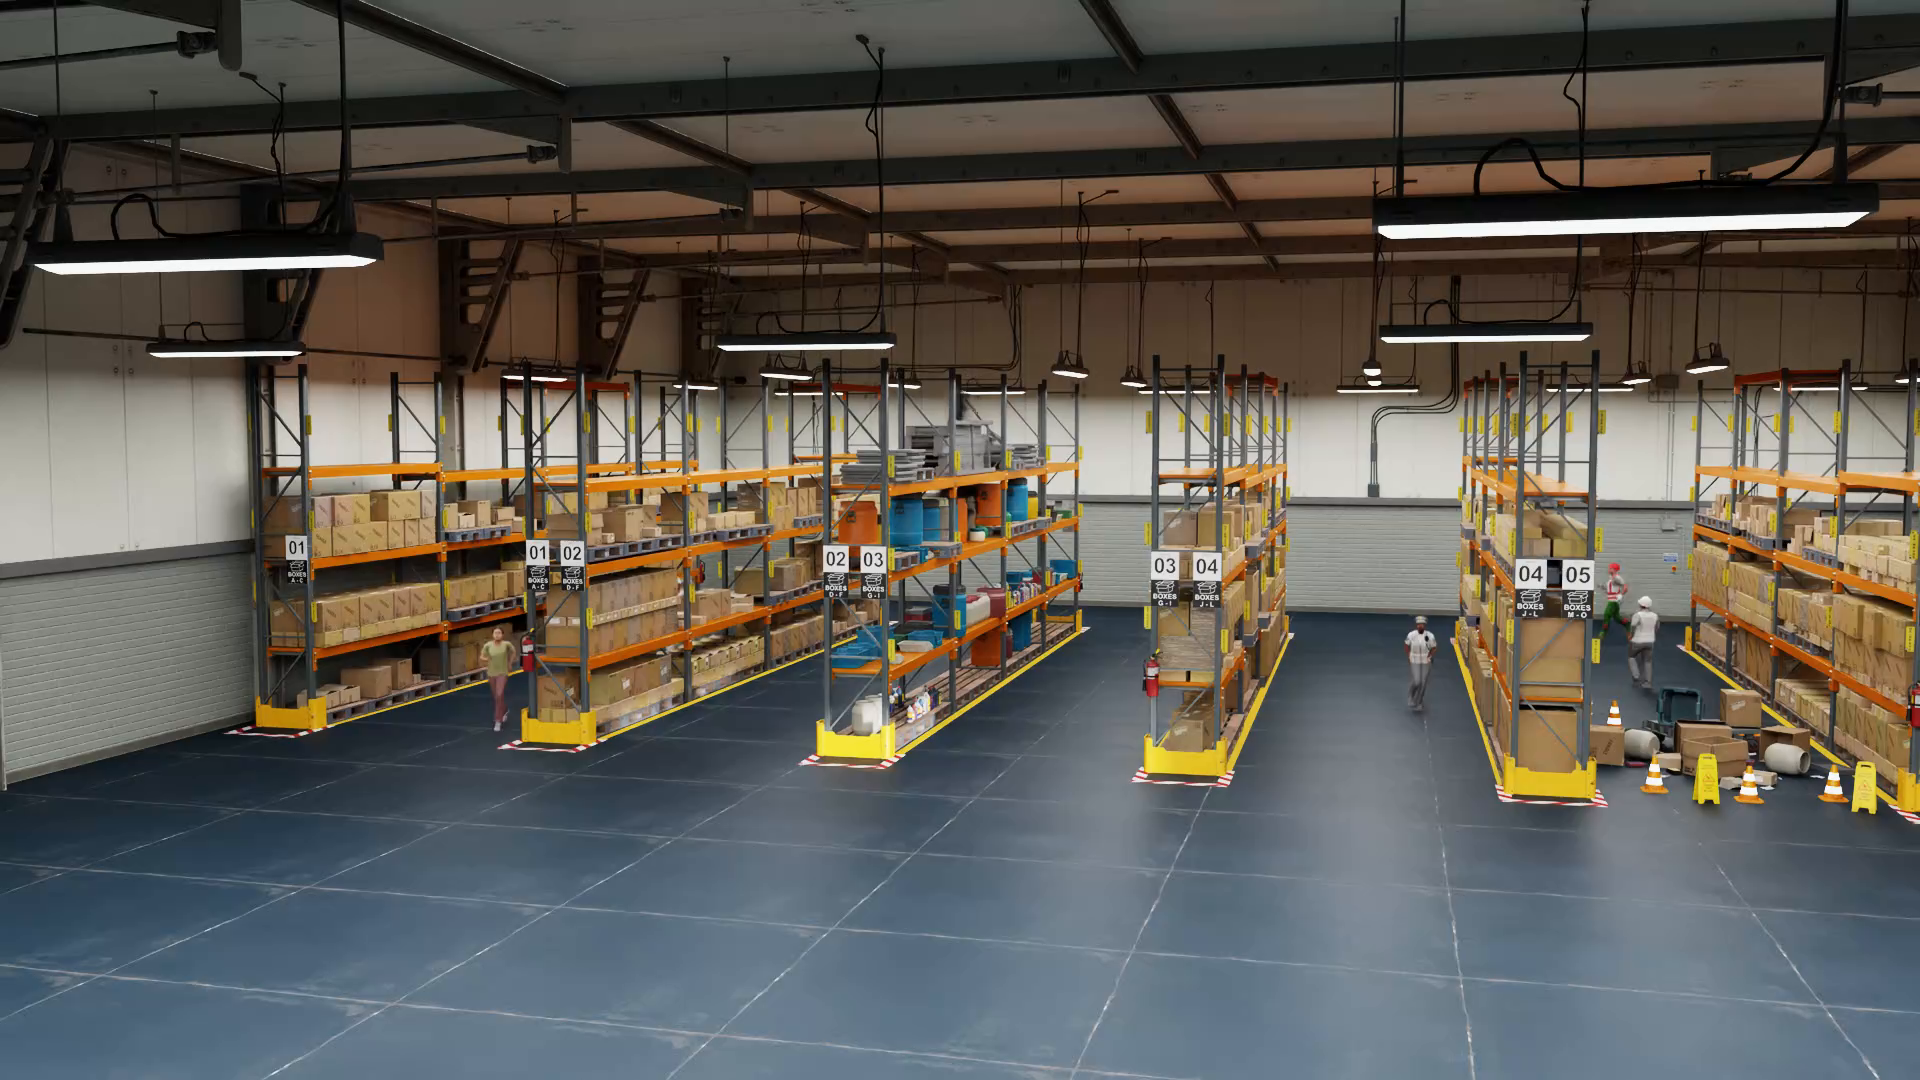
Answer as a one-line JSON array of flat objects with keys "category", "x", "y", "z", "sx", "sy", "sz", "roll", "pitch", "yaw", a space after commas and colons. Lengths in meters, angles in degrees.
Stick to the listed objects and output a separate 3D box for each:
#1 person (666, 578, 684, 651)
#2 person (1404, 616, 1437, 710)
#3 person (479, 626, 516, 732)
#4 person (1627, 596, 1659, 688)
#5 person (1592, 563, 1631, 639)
[{"category": "person", "x": -5.936, "y": 1.687, "z": 34.861, "sx": 0.652, "sy": 1.805, "sz": 0.983, "roll": 1, "pitch": 4, "yaw": 16}, {"category": "person", "x": 8.076, "y": 2.158, "z": 29.132, "sx": 0.560, "sy": 1.667, "sz": 0.574, "roll": 1, "pitch": 4, "yaw": 11}, {"category": "person", "x": -7.670, "y": 2.276, "z": 27.552, "sx": 0.554, "sy": 1.685, "sz": 0.874, "roll": 0, "pitch": 4, "yaw": -2}, {"category": "person", "x": 12.941, "y": 1.944, "z": 31.571, "sx": 0.629, "sy": 1.769, "sz": 0.687, "roll": 0, "pitch": 4, "yaw": 1}, {"category": "person", "x": 15.192, "y": 1.419, "z": 38.573, "sx": 0.961, "sy": 1.782, "sz": 0.671, "roll": 1, "pitch": 4, "yaw": 14}]
